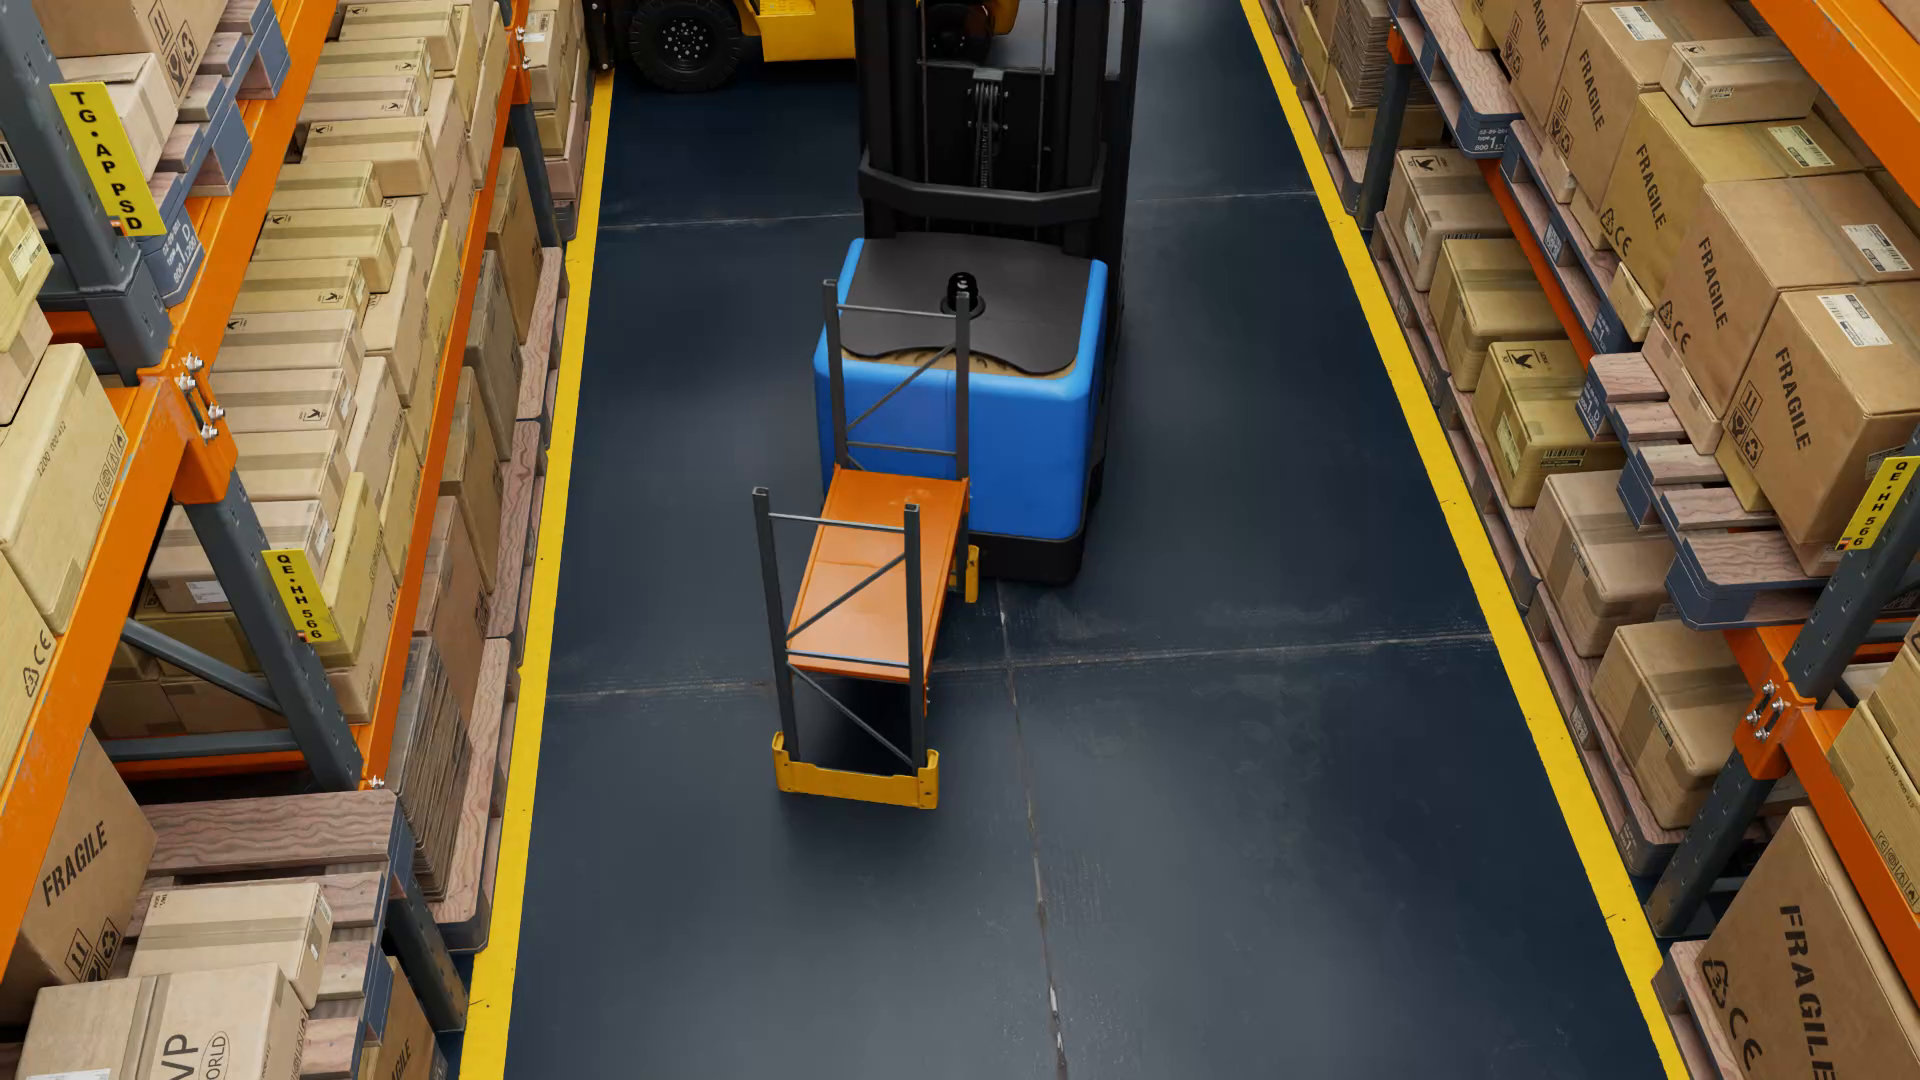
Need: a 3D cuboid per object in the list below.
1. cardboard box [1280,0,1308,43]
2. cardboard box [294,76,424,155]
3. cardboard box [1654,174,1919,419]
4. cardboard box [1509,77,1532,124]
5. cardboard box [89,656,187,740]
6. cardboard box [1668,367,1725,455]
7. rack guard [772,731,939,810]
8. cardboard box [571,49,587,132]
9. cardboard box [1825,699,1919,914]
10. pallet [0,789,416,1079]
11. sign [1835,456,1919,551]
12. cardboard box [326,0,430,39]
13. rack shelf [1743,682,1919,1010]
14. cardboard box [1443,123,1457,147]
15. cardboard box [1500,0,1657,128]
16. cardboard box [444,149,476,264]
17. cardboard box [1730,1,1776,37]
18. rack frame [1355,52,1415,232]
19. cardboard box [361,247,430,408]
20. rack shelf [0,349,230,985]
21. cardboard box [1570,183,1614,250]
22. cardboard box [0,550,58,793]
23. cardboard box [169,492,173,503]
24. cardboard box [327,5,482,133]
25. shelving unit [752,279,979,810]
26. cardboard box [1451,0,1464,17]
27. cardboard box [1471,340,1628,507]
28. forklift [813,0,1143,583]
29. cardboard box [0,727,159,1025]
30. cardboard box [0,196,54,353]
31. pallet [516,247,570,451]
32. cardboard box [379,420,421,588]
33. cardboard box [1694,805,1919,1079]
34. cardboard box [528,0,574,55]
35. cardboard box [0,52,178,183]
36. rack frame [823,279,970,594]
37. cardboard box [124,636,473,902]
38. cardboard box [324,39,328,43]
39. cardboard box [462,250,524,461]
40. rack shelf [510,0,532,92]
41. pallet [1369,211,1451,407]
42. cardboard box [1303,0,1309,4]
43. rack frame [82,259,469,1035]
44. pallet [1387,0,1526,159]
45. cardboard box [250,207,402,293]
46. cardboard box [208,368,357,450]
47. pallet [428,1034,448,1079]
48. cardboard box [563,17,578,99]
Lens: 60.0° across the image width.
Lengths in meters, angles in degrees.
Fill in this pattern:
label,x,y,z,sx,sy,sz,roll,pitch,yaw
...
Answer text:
label,x,y,z,sx,sy,sz,roll,pitch,yaw
cardboard box,2.096,-3.015,9.281,0.500,0.250,0.500,-3,47,-3
cardboard box,-2.054,-1.449,5.677,0.380,0.149,0.250,-3,47,-3
cardboard box,2.471,-0.724,4.944,0.500,0.500,0.500,-4,47,-4
cardboard box,2.329,-1.721,6.334,0.380,0.149,0.250,-3,47,-3
cardboard box,-2.398,0.288,4.651,0.500,0.250,0.500,-4,47,-4
cardboard box,2.418,-0.408,5.091,0.380,0.149,0.250,-4,47,-4
rack guard,-0.369,0.823,5.935,0.587,0.250,0.087,6,47,6
cardboard box,-2.209,-2.283,8.587,0.500,0.250,0.500,-4,47,-4
cardboard box,2.631,0.663,4.296,0.500,0.250,0.500,-4,47,-4
pallet,-1.979,1.099,3.912,1.213,0.211,1.003,-3,47,-3
sign,2.301,-0.089,4.162,0.100,0.325,0.005,-3,47,-3
cardboard box,-2.183,-2.005,6.204,0.380,0.149,0.250,-4,47,-3
rack shelf,3.008,1.936,3.482,1.077,0.370,4.000,-3,47,-3
cardboard box,2.725,-2.294,8.598,0.500,0.250,0.500,-5,47,-5
cardboard box,2.329,-1.855,6.015,0.500,0.500,0.500,-4,47,-4
cardboard box,-2.079,-1.223,6.082,0.500,0.250,0.500,-3,47,-3
cardboard box,2.898,-1.501,5.679,0.500,0.500,0.500,-5,47,-5
rack frame,2.506,-2.652,7.332,1.000,3.000,0.127,-3,47,-3
cardboard box,-1.966,-0.652,5.197,0.500,0.250,0.500,-5,47,-4
rack shelf,-1.938,1.209,2.105,1.077,0.370,4.000,-3,47,-3
cardboard box,2.370,-1.155,5.798,0.380,0.149,0.250,-5,47,-5
cardboard box,-1.778,0.287,2.586,0.500,0.250,0.500,-3,47,-3
cardboard box,-2.465,-0.252,4.818,0.500,0.250,0.500,-3,47,-3
cardboard box,-2.094,-1.756,6.243,0.500,0.250,0.500,-5,47,-4
shelving unit,-0.294,0.036,5.820,0.587,1.500,1.083,6,47,6
cardboard box,2.237,-2.291,6.874,0.380,0.149,0.250,-3,47,-3
cardboard box,2.676,-0.491,6.806,0.950,0.372,0.625,-2,47,-2
forklift,0.177,-1.919,6.685,1.130,2.935,3.031,6,47,6
cardboard box,-2.218,0.750,3.753,0.500,0.500,0.500,-2,47,-1
cardboard box,-1.782,-0.442,2.797,0.380,0.149,0.250,-2,47,-2
pallet,-2.340,-0.858,7.554,1.003,0.211,1.213,-3,47,-3
cardboard box,-1.936,-0.102,5.020,0.500,0.250,0.500,-4,47,-4
cardboard box,2.816,1.333,4.732,0.875,0.875,0.875,-4,47,-4
cardboard box,-2.201,-2.630,8.227,0.500,0.250,0.500,-3,47,-3
cardboard box,-1.832,-0.854,3.366,0.380,0.166,0.250,-4,47,-3
rack frame,-0.217,-0.336,6.172,0.500,1.500,0.032,6,47,6
cardboard box,-2.144,0.767,5.441,0.875,0.625,0.625,-2,47,-2
cardboard box,-2.621,-1.721,6.209,0.500,0.250,0.500,-4,47,-4
cardboard box,-2.328,-0.737,6.865,0.875,0.625,0.625,-4,47,-4
rack shelf,-2.608,-3.547,8.675,1.077,0.370,4.000,-3,47,-3
pallet,2.572,-1.130,7.811,1.003,0.211,1.213,-3,47,-3
cardboard box,2.100,-3.257,8.994,0.500,0.500,0.500,-1,47,-1
rack frame,-2.105,0.547,4.303,1.000,3.000,0.127,-3,47,-3
pallet,2.425,-2.024,6.870,1.003,0.211,1.213,-3,47,-3
cardboard box,-1.957,-0.893,5.150,0.380,0.149,0.250,-3,47,-2
cardboard box,-1.909,-0.337,4.624,0.380,0.149,0.250,-2,47,-2
pallet,-2.081,2.048,4.802,1.003,0.211,1.213,-3,47,-3
cardboard box,-2.217,-2.451,8.402,0.500,0.250,0.500,-4,47,-4
